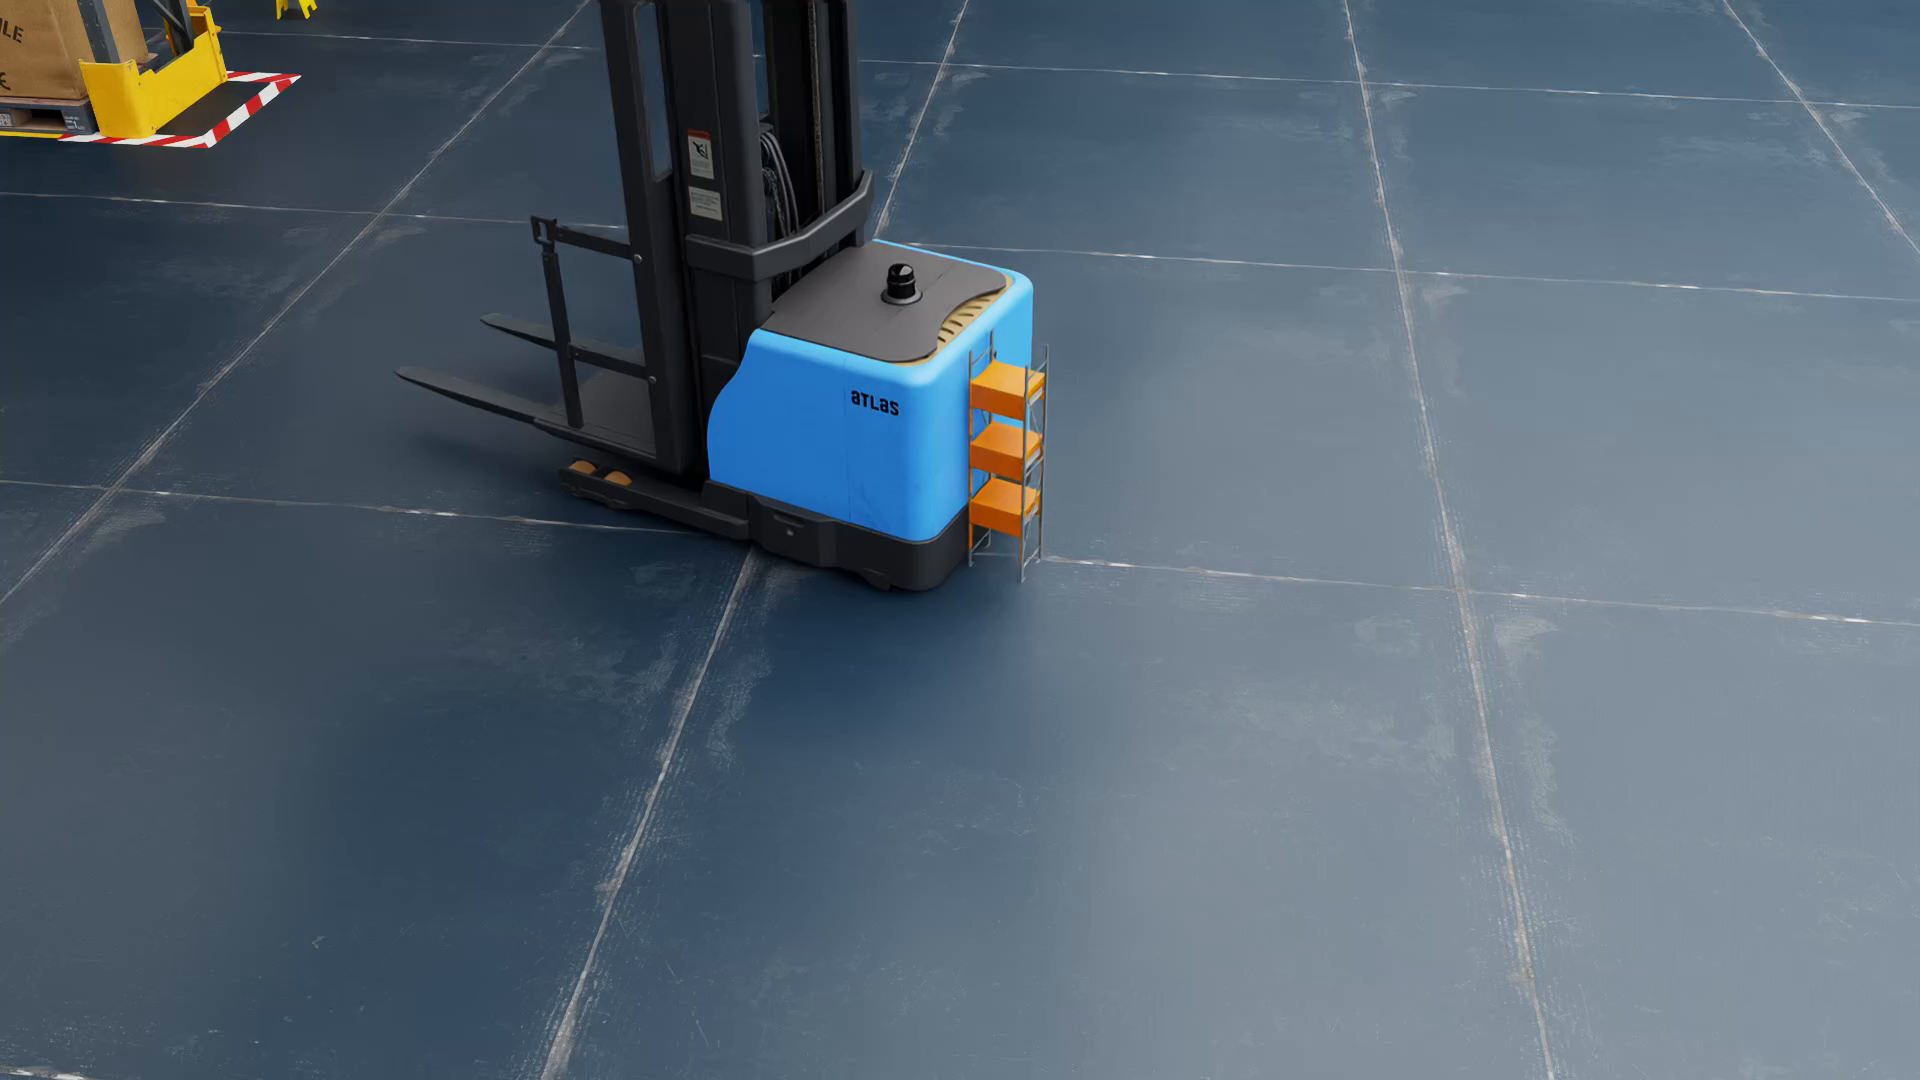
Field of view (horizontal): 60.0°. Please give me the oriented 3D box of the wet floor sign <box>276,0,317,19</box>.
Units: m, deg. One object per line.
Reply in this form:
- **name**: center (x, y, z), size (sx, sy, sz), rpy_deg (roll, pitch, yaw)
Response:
- **wet floor sign**: center (-5.195, -4.389, 12.844), size (0.232, 0.644, 0.267), rpy_deg (-2, 36, -2)

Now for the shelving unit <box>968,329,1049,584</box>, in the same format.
- **shelving unit**: center (0.192, -0.326, 6.804), size (0.252, 1.050, 0.215), rpy_deg (17, 39, 22)

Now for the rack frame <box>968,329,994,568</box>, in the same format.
- **rack frame**: center (0.084, -0.359, 6.850), size (0.008, 1.050, 0.200), rpy_deg (17, 39, 22)

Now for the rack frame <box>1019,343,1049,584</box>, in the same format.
- **rack frame**: center (0.300, -0.294, 6.758), size (0.008, 1.050, 0.200), rpy_deg (17, 39, 22)

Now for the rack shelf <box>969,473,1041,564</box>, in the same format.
- **rack shelf**: center (0.192, -0.092, 6.971), size (0.240, 0.259, 0.215), rpy_deg (17, 39, 22)

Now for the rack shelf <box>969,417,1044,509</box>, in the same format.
- **rack shelf**: center (0.192, -0.318, 6.810), size (0.240, 0.259, 0.215), rpy_deg (17, 39, 22)

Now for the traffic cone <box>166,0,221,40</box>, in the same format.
- **traffic cone**: center (-5.822, -4.033, 12.503), size (0.334, 0.463, 0.336), rpy_deg (4, 36, 6)

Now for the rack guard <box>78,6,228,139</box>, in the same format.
- **rack guard**: center (-5.452, -3.189, 11.288), size (0.348, 0.500, 1.175), rpy_deg (4, 36, 6)

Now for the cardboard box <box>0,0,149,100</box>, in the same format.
- **cardboard box**: center (-6.157, -3.527, 11.077), size (0.875, 0.875, 0.875), rpy_deg (4, 36, 6)

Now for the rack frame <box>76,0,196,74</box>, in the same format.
- **rack frame**: center (-5.476, -4.208, 10.564), size (0.127, 3.000, 1.000), rpy_deg (4, 36, 6)

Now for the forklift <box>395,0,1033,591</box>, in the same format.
- **forklift**: center (-1.226, -1.583, 6.944), size (3.031, 2.935, 1.130), rpy_deg (17, 39, 22)

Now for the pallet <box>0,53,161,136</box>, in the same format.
- **pallet**: center (-6.279, -3.087, 11.394), size (1.213, 0.211, 1.003), rpy_deg (4, 36, 6)

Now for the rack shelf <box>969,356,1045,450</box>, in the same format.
- **rack shelf**: center (0.192, -0.549, 6.645), size (0.240, 0.259, 0.215), rpy_deg (17, 39, 22)
